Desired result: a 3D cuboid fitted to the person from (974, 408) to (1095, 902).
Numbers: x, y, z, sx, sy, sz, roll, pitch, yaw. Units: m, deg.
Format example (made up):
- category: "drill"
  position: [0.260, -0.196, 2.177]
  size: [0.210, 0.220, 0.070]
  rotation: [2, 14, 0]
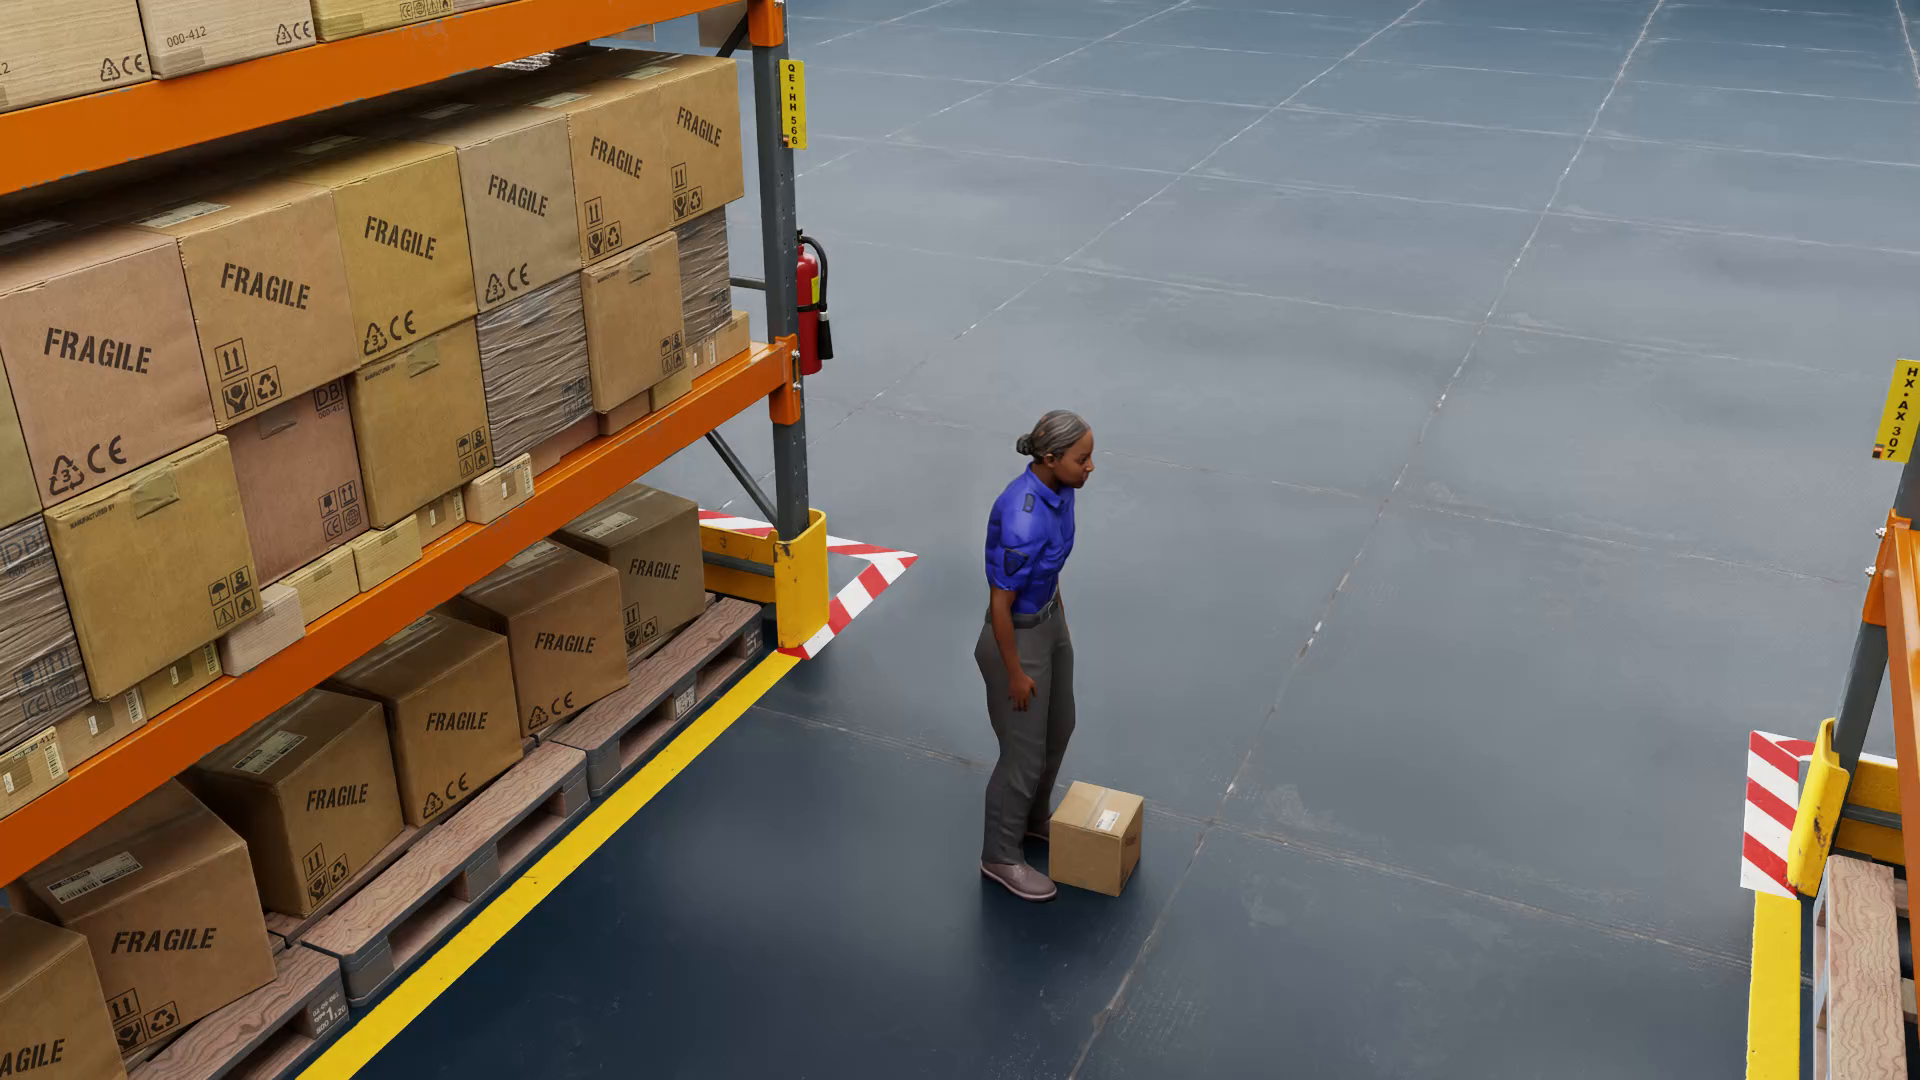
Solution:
- category: "person"
  position: [0.241, 0.346, 5.420]
  size: [0.348, 1.653, 0.512]
  rotation: [10, 28, 20]
